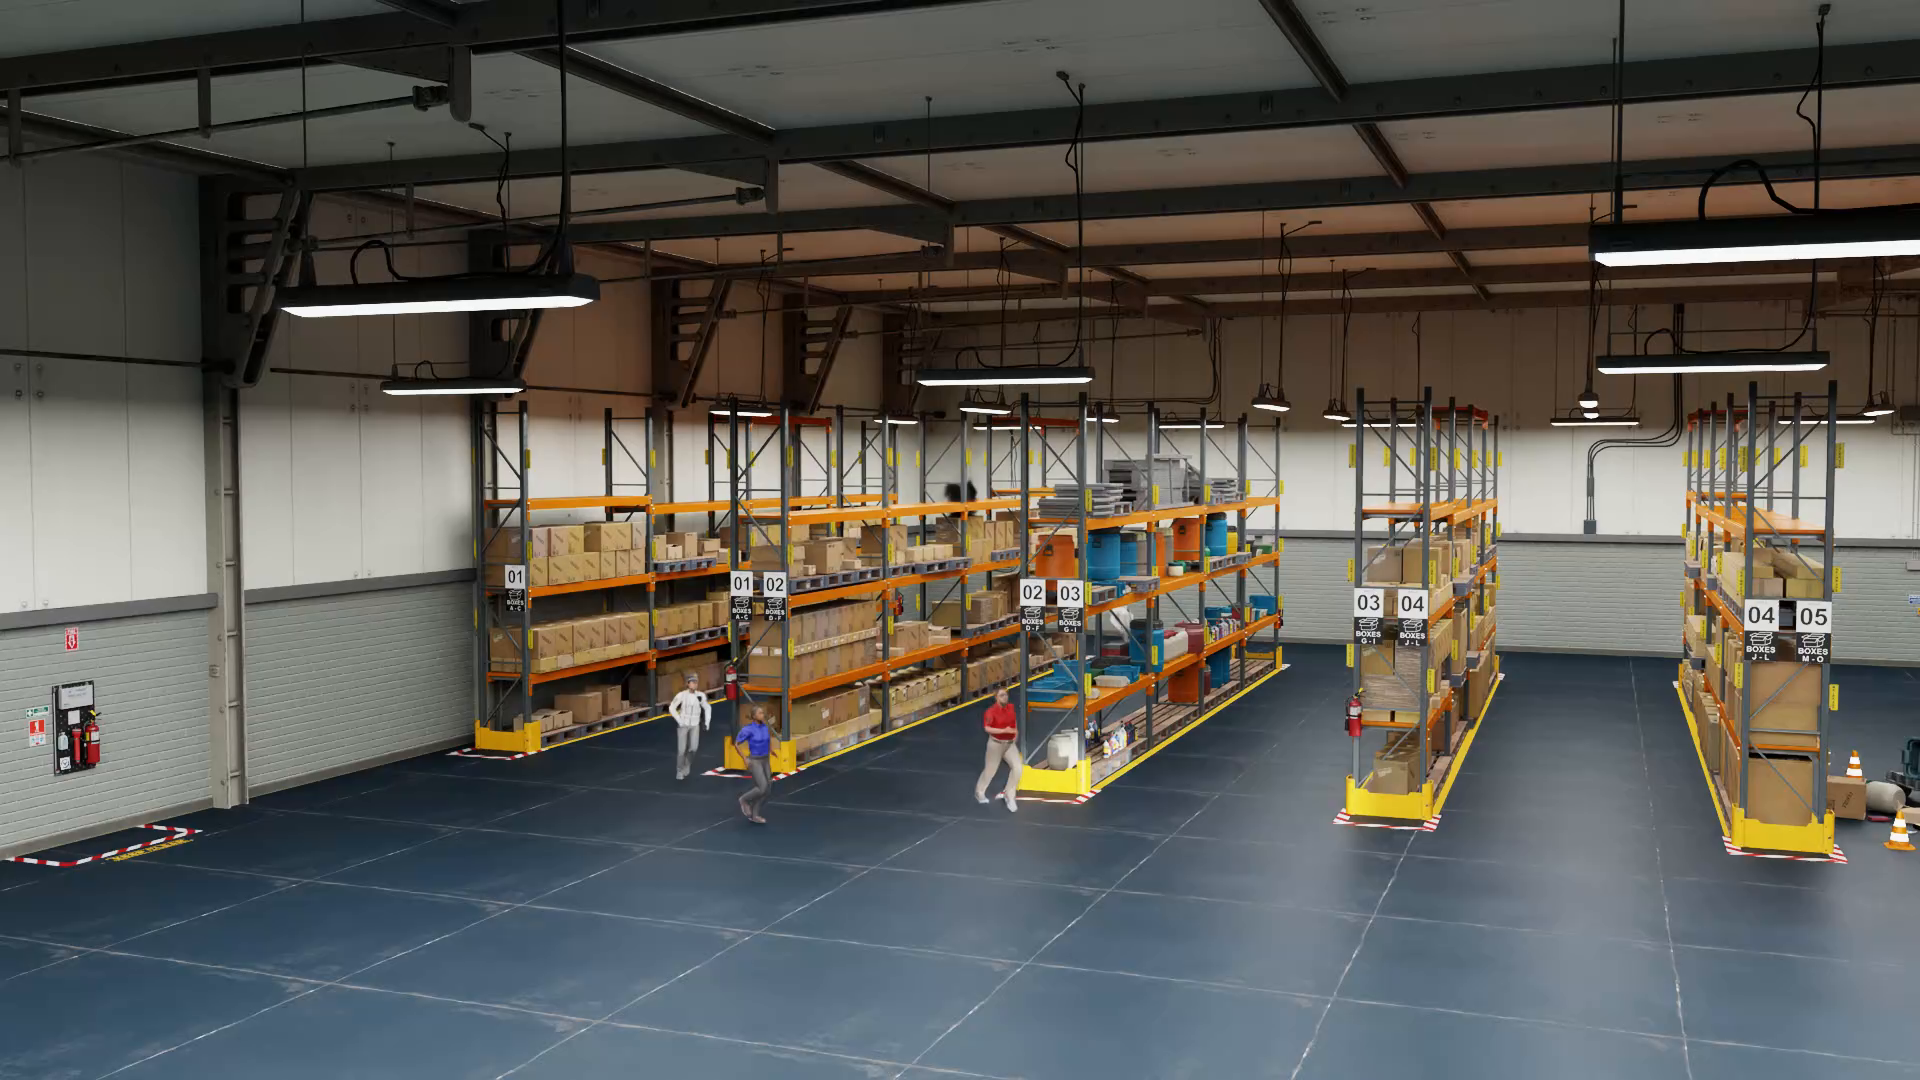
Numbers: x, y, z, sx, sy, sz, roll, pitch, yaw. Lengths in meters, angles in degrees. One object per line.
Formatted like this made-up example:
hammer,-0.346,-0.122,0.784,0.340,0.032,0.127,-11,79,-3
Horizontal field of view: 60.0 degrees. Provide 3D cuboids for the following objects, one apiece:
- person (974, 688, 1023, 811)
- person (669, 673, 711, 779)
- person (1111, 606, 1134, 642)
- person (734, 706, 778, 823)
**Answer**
person,0.592,2.993,23.817,0.675,1.775,0.910,-2,3,-32
person,-4.206,2.915,26.018,0.689,1.649,0.488,-1,3,-18
person,4.065,2.188,41.362,0.654,1.629,0.497,-1,3,-20
person,-2.748,3.086,22.842,0.552,1.614,0.571,2,3,37
